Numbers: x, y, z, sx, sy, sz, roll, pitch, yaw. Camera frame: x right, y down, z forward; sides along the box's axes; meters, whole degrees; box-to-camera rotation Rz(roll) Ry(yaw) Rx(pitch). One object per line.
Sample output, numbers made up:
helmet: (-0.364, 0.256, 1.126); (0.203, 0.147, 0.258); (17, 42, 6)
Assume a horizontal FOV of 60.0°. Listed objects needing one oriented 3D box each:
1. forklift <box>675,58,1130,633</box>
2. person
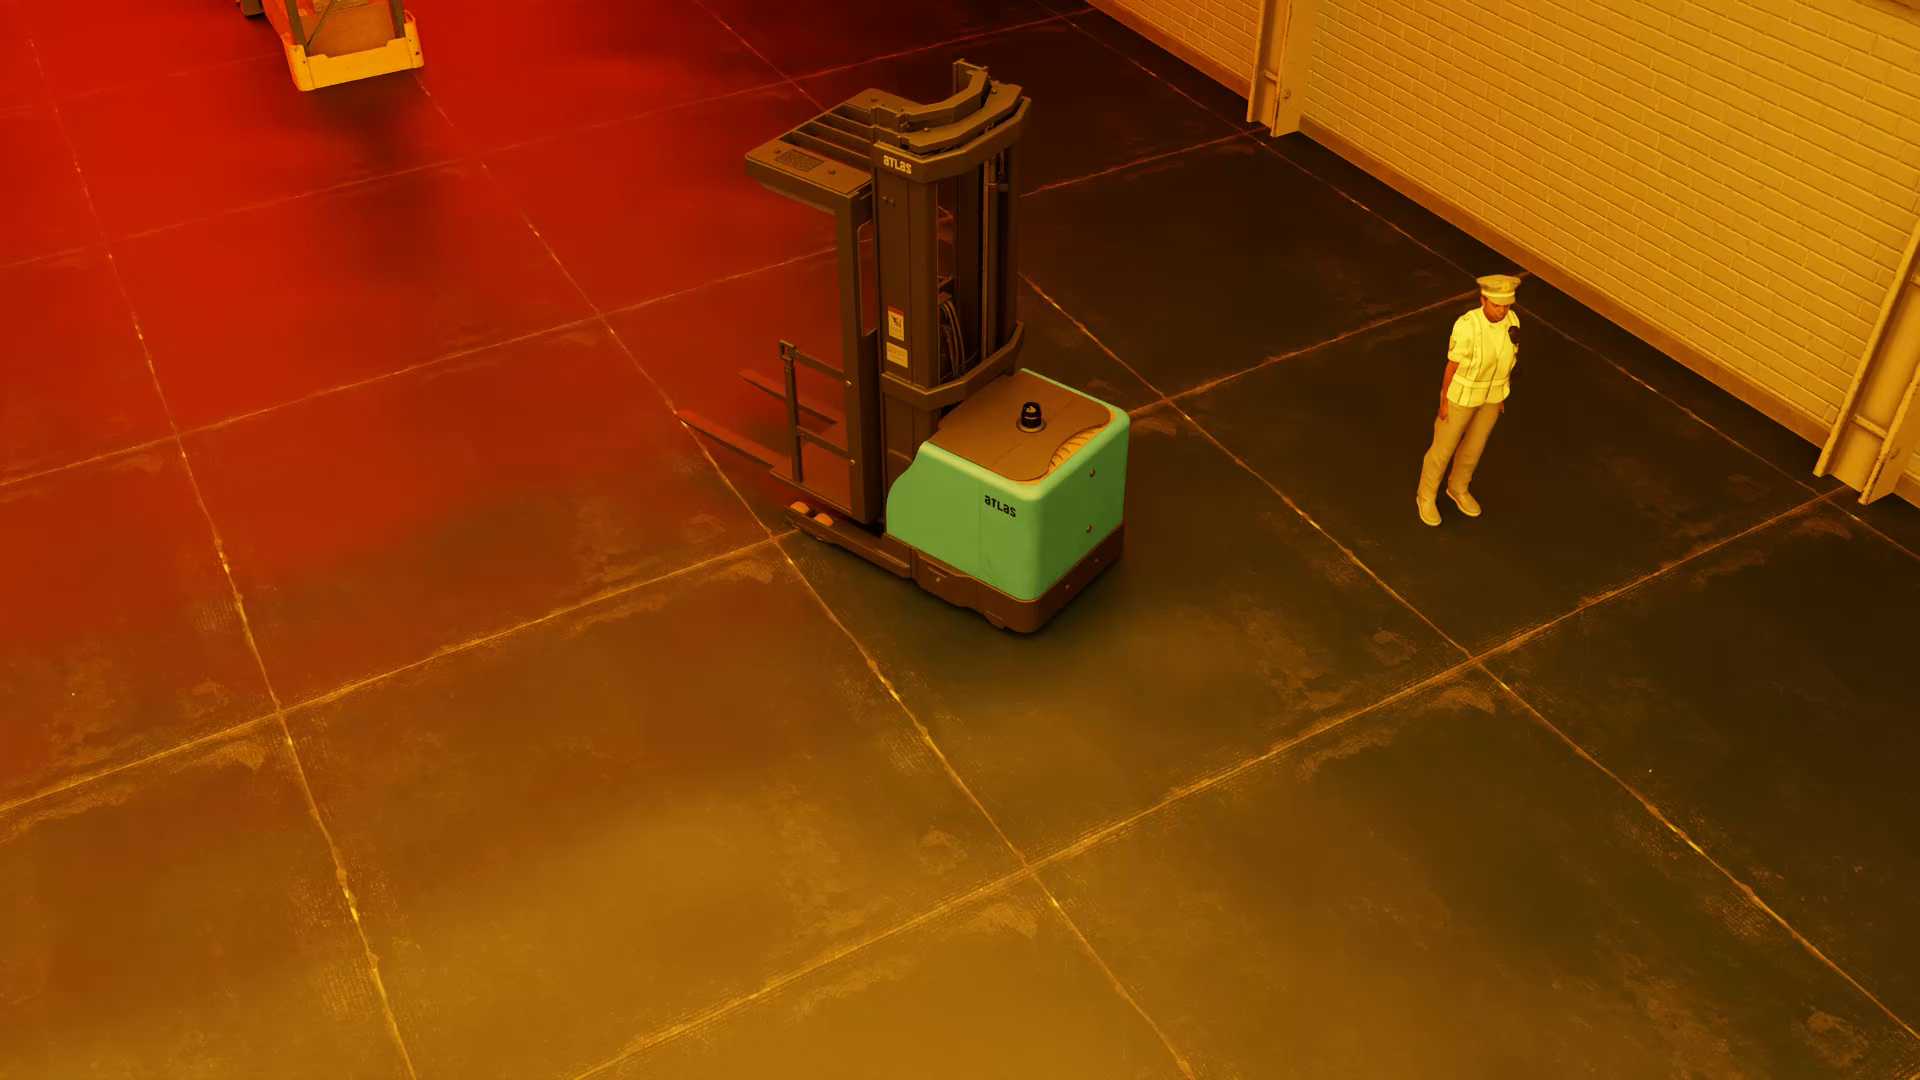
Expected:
forklift: (-0.481, -1.366, 9.683); (3.031, 2.935, 1.130); (26, 46, 28)
person: (3.101, -0.861, 10.049); (0.446, 1.692, 0.339); (-10, 41, -12)
